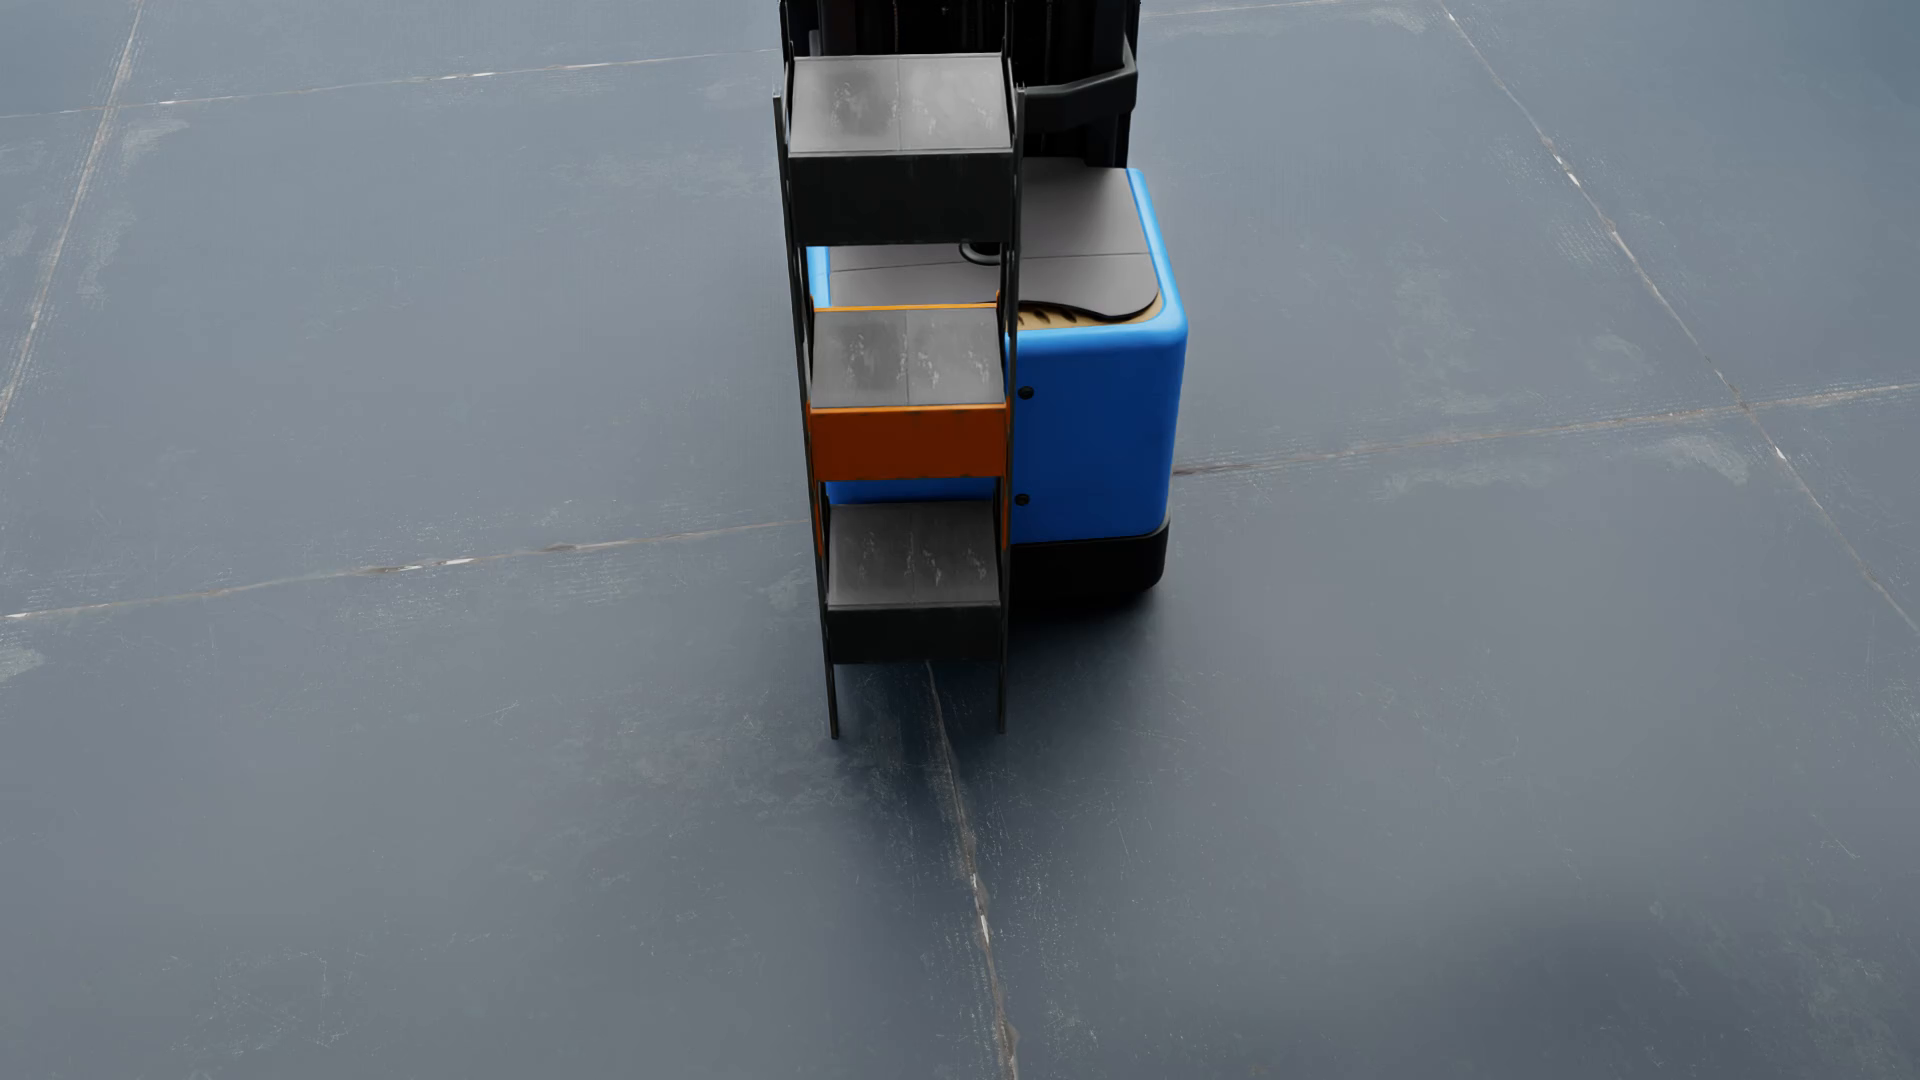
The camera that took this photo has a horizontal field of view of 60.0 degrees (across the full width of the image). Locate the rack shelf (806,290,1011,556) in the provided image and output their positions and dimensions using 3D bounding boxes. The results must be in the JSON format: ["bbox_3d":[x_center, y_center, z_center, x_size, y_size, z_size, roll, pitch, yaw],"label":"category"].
[{"bbox_3d":[-0.129,-0.293,4.217,0.480,0.518,0.431,-2,46,-2],"label":"rack shelf"}]

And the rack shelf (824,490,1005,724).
[{"bbox_3d":[-0.129,0.193,4.721,0.480,0.518,0.431,-2,46,-2],"label":"rack shelf"}]

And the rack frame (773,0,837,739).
[{"bbox_3d":[-0.373,-0.295,4.200,0.015,2.100,0.400,-2,46,-2],"label":"rack frame"}]

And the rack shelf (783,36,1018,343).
[{"bbox_3d":[-0.129,-0.778,3.712,0.480,0.518,0.431,-2,46,-2],"label":"rack shelf"}]

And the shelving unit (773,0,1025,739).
[{"bbox_3d":[-0.129,-0.302,4.207,0.503,2.100,0.431,-2,46,-2],"label":"shelving unit"}]

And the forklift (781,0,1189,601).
[{"bbox_3d":[-0.023,-1.862,5.133,1.130,2.935,3.031,-4,46,-4],"label":"forklift"}]

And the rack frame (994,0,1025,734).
[{"bbox_3d":[0.114,-0.309,4.214,0.015,2.100,0.400,-2,46,-2],"label":"rack frame"}]
